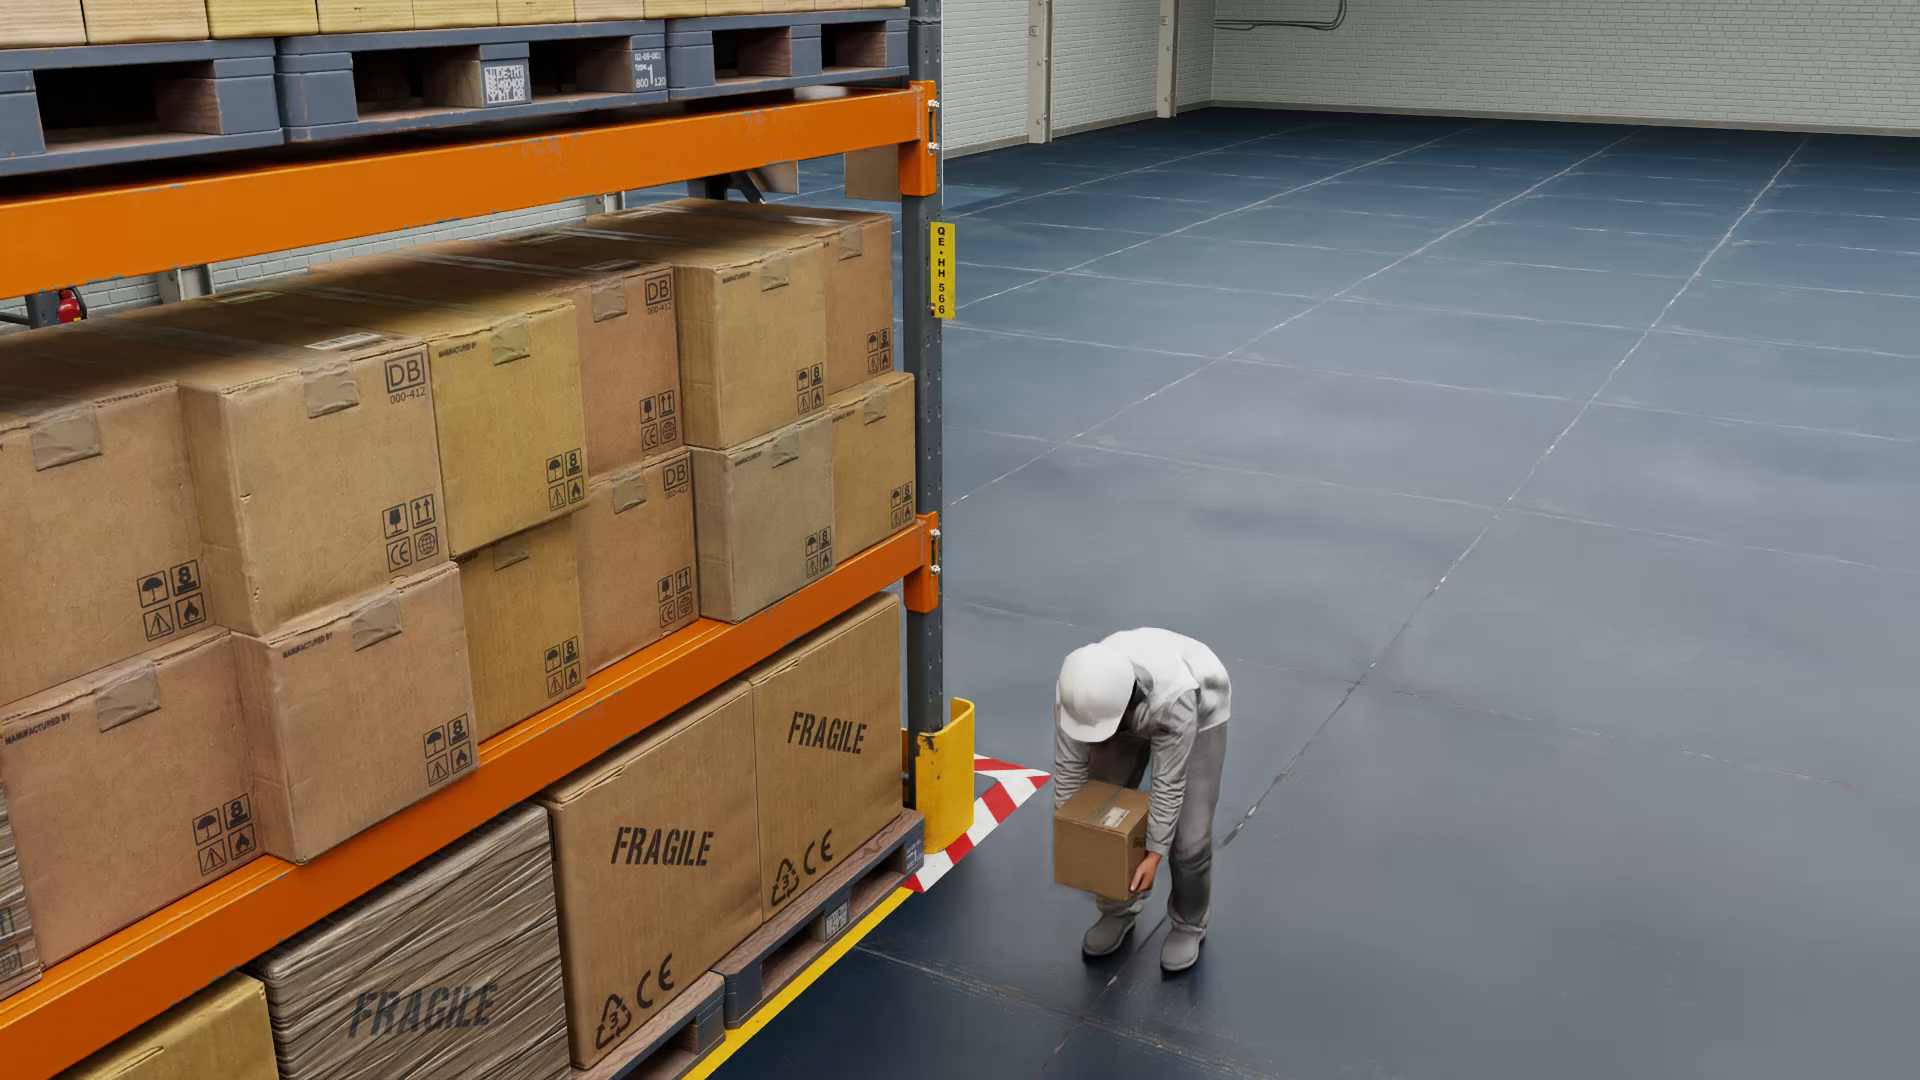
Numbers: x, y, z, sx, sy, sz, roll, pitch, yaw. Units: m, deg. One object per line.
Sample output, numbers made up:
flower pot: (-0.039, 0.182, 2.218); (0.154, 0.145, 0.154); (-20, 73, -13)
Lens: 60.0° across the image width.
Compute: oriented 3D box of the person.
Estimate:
person: (0.559, 0.826, 5.361); (0.467, 1.317, 0.949); (10, 21, 26)
